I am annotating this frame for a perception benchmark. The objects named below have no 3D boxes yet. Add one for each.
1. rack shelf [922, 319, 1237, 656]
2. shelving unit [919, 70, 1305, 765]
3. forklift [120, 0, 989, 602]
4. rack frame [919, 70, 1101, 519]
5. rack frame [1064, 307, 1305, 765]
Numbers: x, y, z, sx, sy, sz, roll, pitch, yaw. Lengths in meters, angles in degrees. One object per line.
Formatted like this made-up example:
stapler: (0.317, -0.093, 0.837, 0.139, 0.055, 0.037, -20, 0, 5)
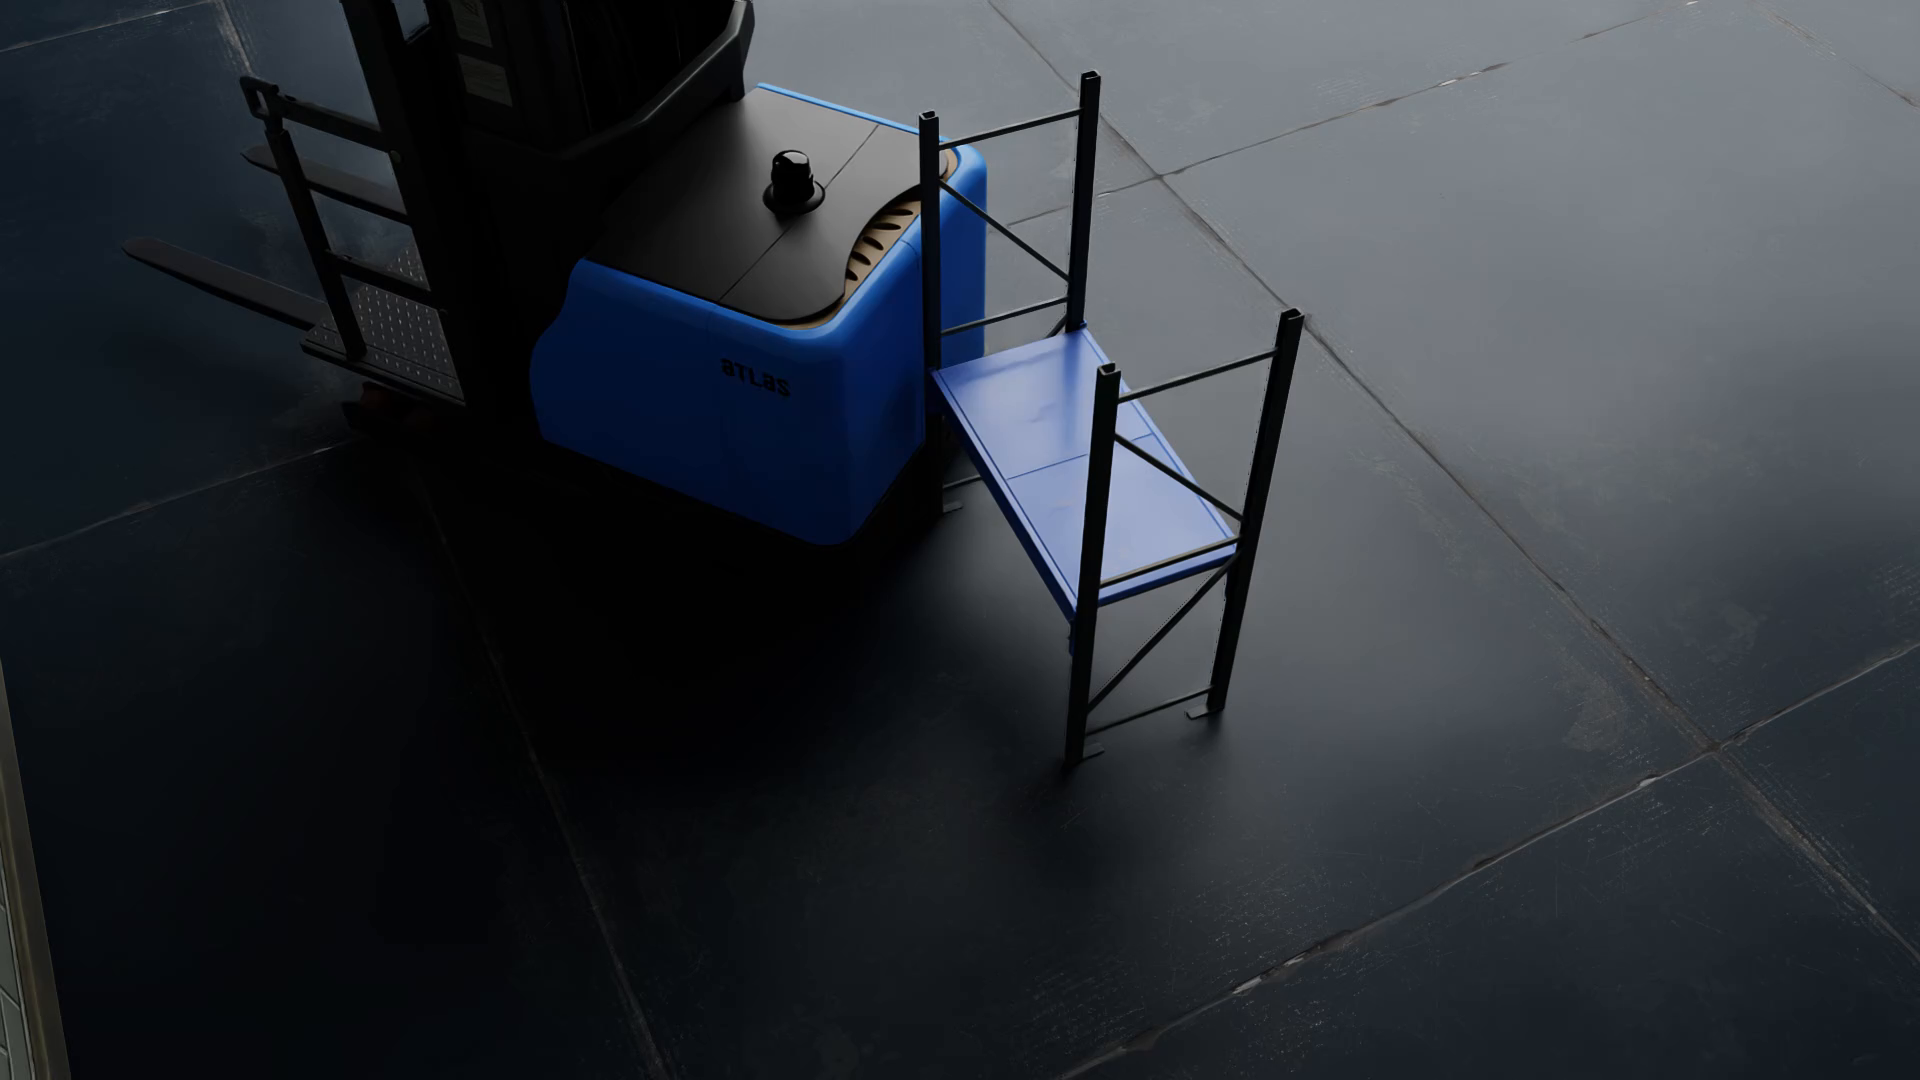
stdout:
rack shelf: (0.331, -0.177, 4.647, 0.538, 0.185, 1.000, -18, 51, -15)
shelving unit: (0.331, -0.295, 4.512, 0.538, 1.500, 1.048, -18, 51, -15)
forklift: (-1.459, -1.568, 4.674, 3.031, 2.935, 1.130, 21, 52, 17)
rack frame: (0.131, -0.647, 4.819, 0.500, 1.500, 0.032, -18, 51, -15)
rack frame: (0.531, 0.057, 4.204, 0.500, 1.500, 0.032, -18, 51, -15)
